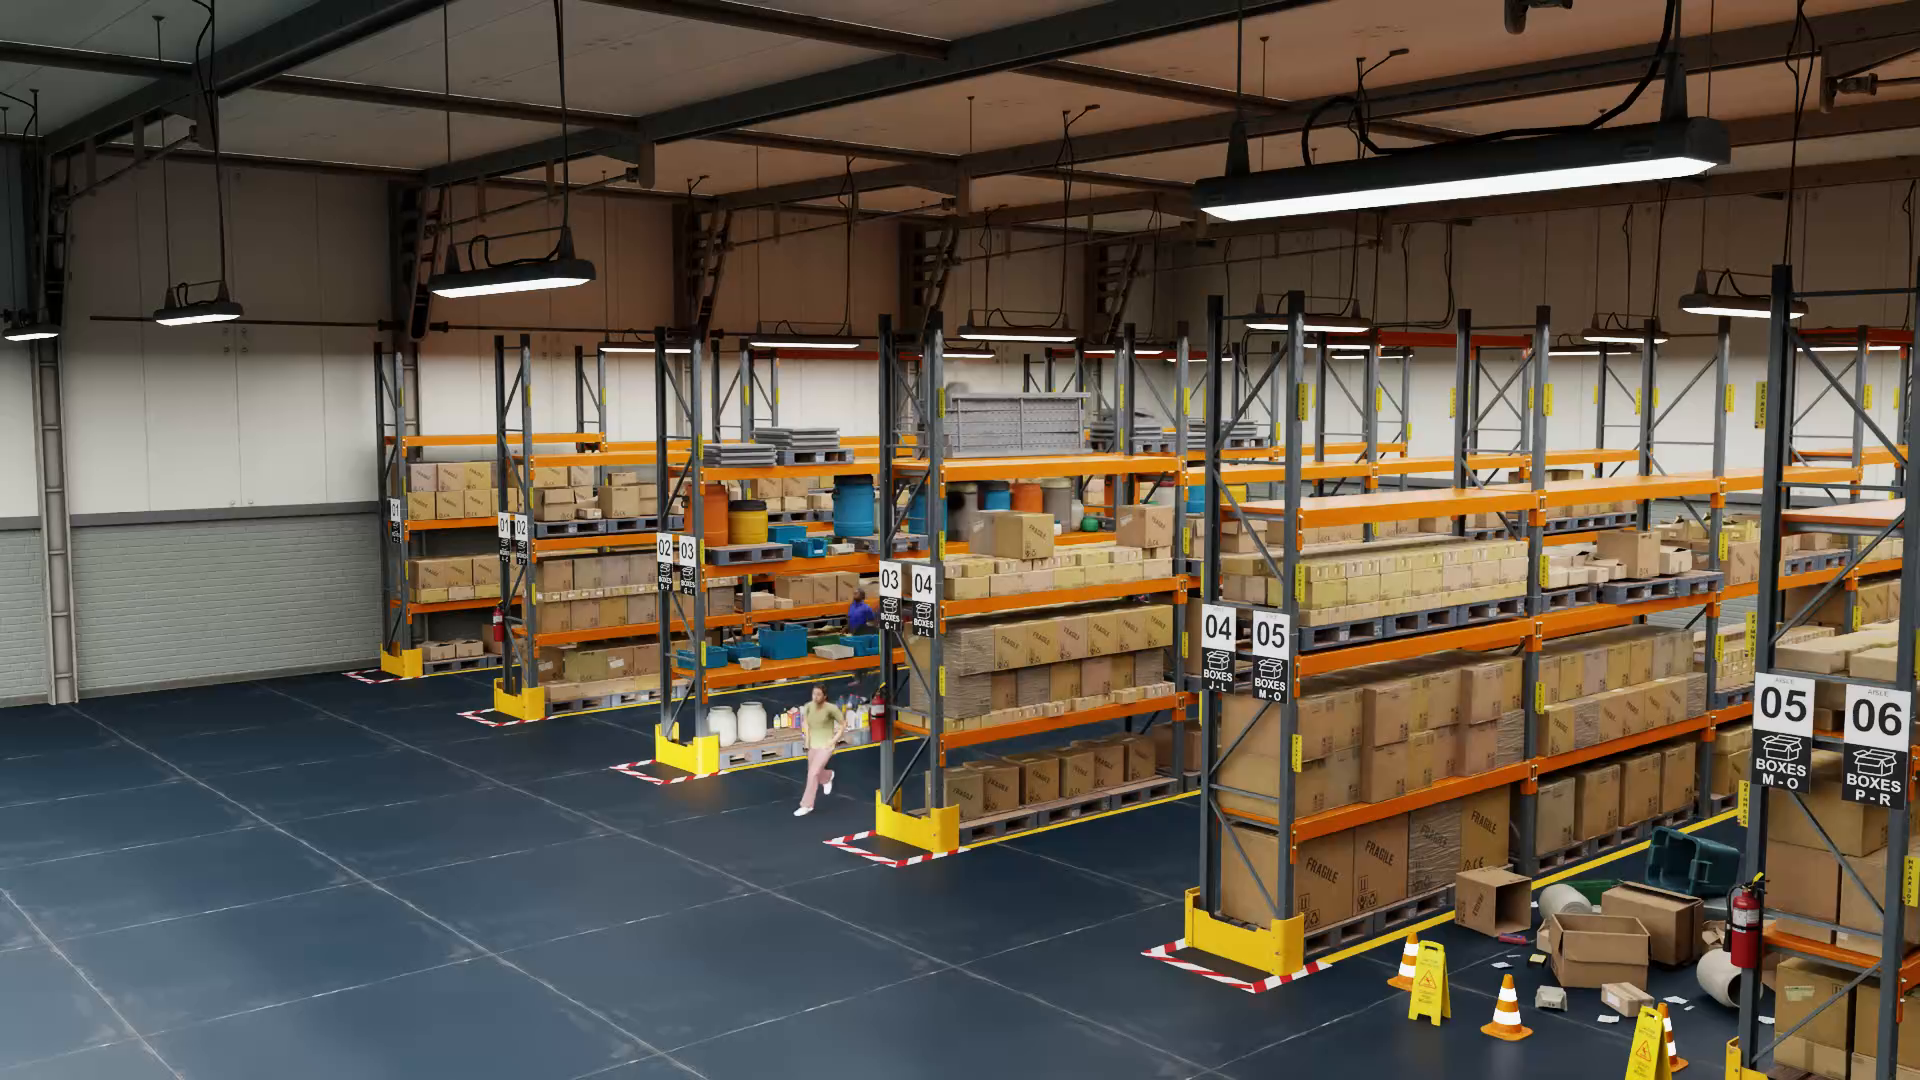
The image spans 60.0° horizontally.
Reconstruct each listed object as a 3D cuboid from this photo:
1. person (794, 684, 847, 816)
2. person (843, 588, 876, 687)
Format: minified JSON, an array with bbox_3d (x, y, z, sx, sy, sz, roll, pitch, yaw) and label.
[{"bbox_3d":[-1.630,2.527,20.363,0.591,1.624,0.763,2,6,21],"label":"person"},{"bbox_3d":[-1.643,1.630,27.265,0.562,1.533,0.534,4,7,40],"label":"person"}]
